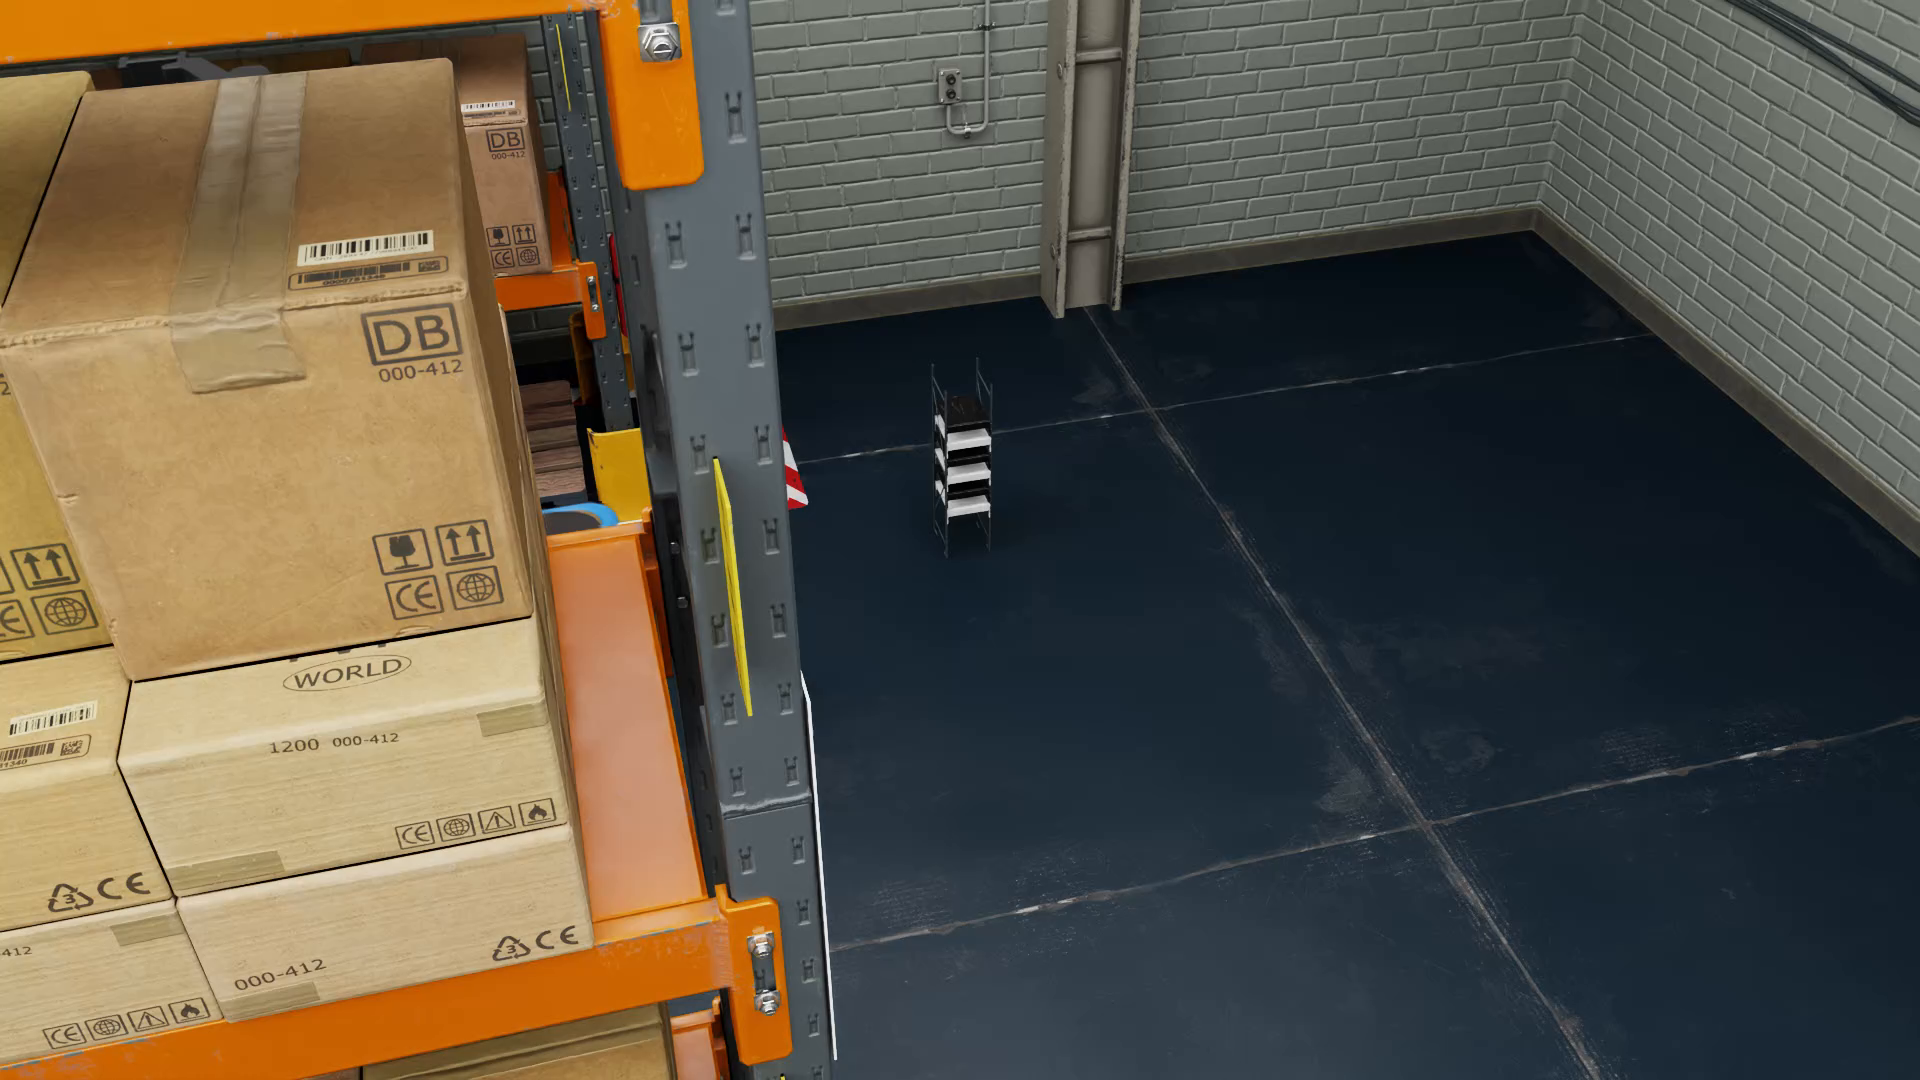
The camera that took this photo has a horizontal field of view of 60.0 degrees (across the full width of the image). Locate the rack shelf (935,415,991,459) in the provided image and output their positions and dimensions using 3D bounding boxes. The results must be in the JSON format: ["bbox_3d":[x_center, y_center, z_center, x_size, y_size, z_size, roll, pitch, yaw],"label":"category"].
[{"bbox_3d":[0.008,-0.475,7.389,0.200,0.077,0.258,-9,38,-12],"label":"rack shelf"}]

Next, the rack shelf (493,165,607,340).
[{"bbox_3d":[-3.624,-1.026,7.215,4.000,0.370,1.077,-9,38,-12],"label":"rack shelf"}]

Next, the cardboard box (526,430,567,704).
[{"bbox_3d":[-0.960,0.077,2.835,0.500,0.250,0.500,-9,38,-12],"label":"cardboard box"}]

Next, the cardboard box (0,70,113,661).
[{"bbox_3d":[-1.395,-0.231,2.210,0.500,0.500,0.700,-9,38,-12],"label":"cardboard box"}]

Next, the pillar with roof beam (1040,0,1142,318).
[{"bbox_3d":[1.810,-2.421,3.509,0.400,9.000,9.100,-9,38,-12],"label":"pillar with roof beam"}]

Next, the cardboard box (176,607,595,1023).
[{"bbox_3d":[-0.825,0.381,2.438,0.500,0.250,0.500,-9,38,-12],"label":"cardboard box"}]

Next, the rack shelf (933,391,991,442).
[{"bbox_3d":[0.008,-0.547,7.334,0.200,0.077,0.258,-9,38,-12],"label":"rack shelf"}]

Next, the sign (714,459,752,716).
[{"bbox_3d":[-0.273,0.062,2.003,0.005,0.325,0.100,-9,38,-12],"label":"sign"}]

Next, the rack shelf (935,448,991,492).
[{"bbox_3d":[0.008,-0.332,7.499,0.200,0.077,0.258,-9,38,-12],"label":"rack shelf"}]

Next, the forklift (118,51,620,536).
[{"bbox_3d":[-2.586,0.075,5.240,3.031,2.935,1.130,-11,39,-13],"label":"forklift"}]

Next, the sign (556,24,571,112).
[{"bbox_3d":[-1.565,-1.862,6.568,0.005,0.325,0.100,-9,38,-12],"label":"sign"}]

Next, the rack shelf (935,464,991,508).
[{"bbox_3d":[0.008,-0.261,7.553,0.200,0.077,0.258,-9,38,-12],"label":"rack shelf"}]

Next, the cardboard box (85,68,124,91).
[{"bbox_3d":[-3.621,-1.424,6.896,0.700,0.700,0.980,-11,39,-14],"label":"cardboard box"}]

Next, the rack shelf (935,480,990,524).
[{"bbox_3d":[0.008,-0.189,7.608,0.200,0.077,0.258,-9,38,-12],"label":"rack shelf"}]

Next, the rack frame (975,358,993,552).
[{"bbox_3d":[0.106,-0.375,7.499,0.006,0.900,0.240,-9,38,-12],"label":"rack frame"}]

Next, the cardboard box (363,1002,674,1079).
[{"bbox_3d":[-0.756,1.071,2.976,0.500,0.500,0.500,-10,38,-12],"label":"cardboard box"}]

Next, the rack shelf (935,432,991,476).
[{"bbox_3d":[0.008,-0.404,7.444,0.200,0.077,0.258,-9,38,-12],"label":"rack shelf"}]

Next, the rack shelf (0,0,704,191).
[{"bbox_3d":[-2.329,-0.503,1.595,4.000,0.370,1.077,-9,38,-12],"label":"rack shelf"}]

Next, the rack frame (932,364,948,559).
[{"bbox_3d":[-0.090,-0.343,7.457,0.006,0.900,0.240,-9,38,-12],"label":"rack frame"}]

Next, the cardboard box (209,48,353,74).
[{"bbox_3d":[-2.883,-1.539,7.047,0.700,0.700,0.980,-10,38,-12],"label":"cardboard box"}]

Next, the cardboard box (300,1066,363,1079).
[{"bbox_3d":[-1.244,1.152,2.870,0.500,0.500,0.500,-8,38,-11],"label":"cardboard box"}]

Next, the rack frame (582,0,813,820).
[{"bbox_3d":[-0.398,-1.106,1.790,0.127,3.000,1.000,-9,38,-12],"label":"rack frame"}]

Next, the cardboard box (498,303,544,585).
[{"bbox_3d":[-0.962,-0.125,2.688,0.500,0.250,0.500,-9,38,-12],"label":"cardboard box"}]

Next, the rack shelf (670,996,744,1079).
[{"bbox_3d":[-2.329,1.879,3.417,4.000,0.370,1.077,-9,38,-12],"label":"rack shelf"}]

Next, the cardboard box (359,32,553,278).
[{"bbox_3d":[-2.183,-1.661,7.206,0.700,0.700,0.980,-8,38,-10],"label":"cardboard box"}]

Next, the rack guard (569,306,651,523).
[{"bbox_3d":[-1.670,-0.640,8.175,0.348,0.500,1.175,-9,38,-12],"label":"rack guard"}]

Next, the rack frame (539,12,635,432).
[{"bbox_3d":[-1.693,-1.629,7.410,0.127,3.000,1.000,-9,38,-12],"label":"rack frame"}]

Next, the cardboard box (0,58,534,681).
[{"bbox_3d":[-0.890,-0.261,2.248,0.500,0.500,0.700,-9,38,-12],"label":"cardboard box"}]

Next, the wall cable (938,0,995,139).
[{"bbox_3d":[-0.704,-2.790,8.092,1.851,1.984,0.084,-9,38,-12],"label":"wall cable"}]

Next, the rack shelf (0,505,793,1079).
[{"bbox_3d":[-2.329,0.687,2.506,4.000,0.370,1.077,-9,38,-12],"label":"rack shelf"}]

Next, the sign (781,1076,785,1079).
[{"bbox_3d":[-0.273,1.020,2.735,0.005,0.325,0.100,-9,38,-12],"label":"sign"}]

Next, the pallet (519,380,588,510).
[{"bbox_3d":[-2.445,-0.349,8.032,1.213,0.211,1.003,-9,38,-12],"label":"pallet"}]

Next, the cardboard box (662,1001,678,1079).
[{"bbox_3d":[-0.895,1.152,3.693,0.500,0.500,0.500,-9,38,-11],"label":"cardboard box"}]

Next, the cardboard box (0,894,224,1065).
[{"bbox_3d":[-1.311,0.453,2.343,0.500,0.250,0.500,-9,38,-12],"label":"cardboard box"}]

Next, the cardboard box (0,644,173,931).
[{"bbox_3d":[-1.310,0.256,2.189,0.500,0.250,0.500,-9,38,-12],"label":"cardboard box"}]

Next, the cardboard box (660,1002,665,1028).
[{"bbox_3d":[-0.895,0.755,3.389,0.500,0.500,0.500,-8,38,-11],"label":"cardboard box"}]

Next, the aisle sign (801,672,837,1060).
[{"bbox_3d":[-0.252,0.413,2.602,0.004,0.787,0.394,-9,38,-12],"label":"aisle sign"}]

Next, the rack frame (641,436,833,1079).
[{"bbox_3d":[-0.398,1.276,3.613,0.127,3.000,1.000,-9,38,-12],"label":"rack frame"}]

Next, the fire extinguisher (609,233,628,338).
[{"bbox_3d":[-1.427,-1.203,7.225,0.183,0.674,0.296,-9,38,-12],"label":"fire extinguisher"}]

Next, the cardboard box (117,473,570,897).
[{"bbox_3d":[-0.828,0.177,2.293,0.500,0.250,0.500,-9,38,-12],"label":"cardboard box"}]

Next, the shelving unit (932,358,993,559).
[{"bbox_3d":[0.008,-0.359,7.478,0.210,0.900,0.258,-9,38,-12],"label":"shelving unit"}]
